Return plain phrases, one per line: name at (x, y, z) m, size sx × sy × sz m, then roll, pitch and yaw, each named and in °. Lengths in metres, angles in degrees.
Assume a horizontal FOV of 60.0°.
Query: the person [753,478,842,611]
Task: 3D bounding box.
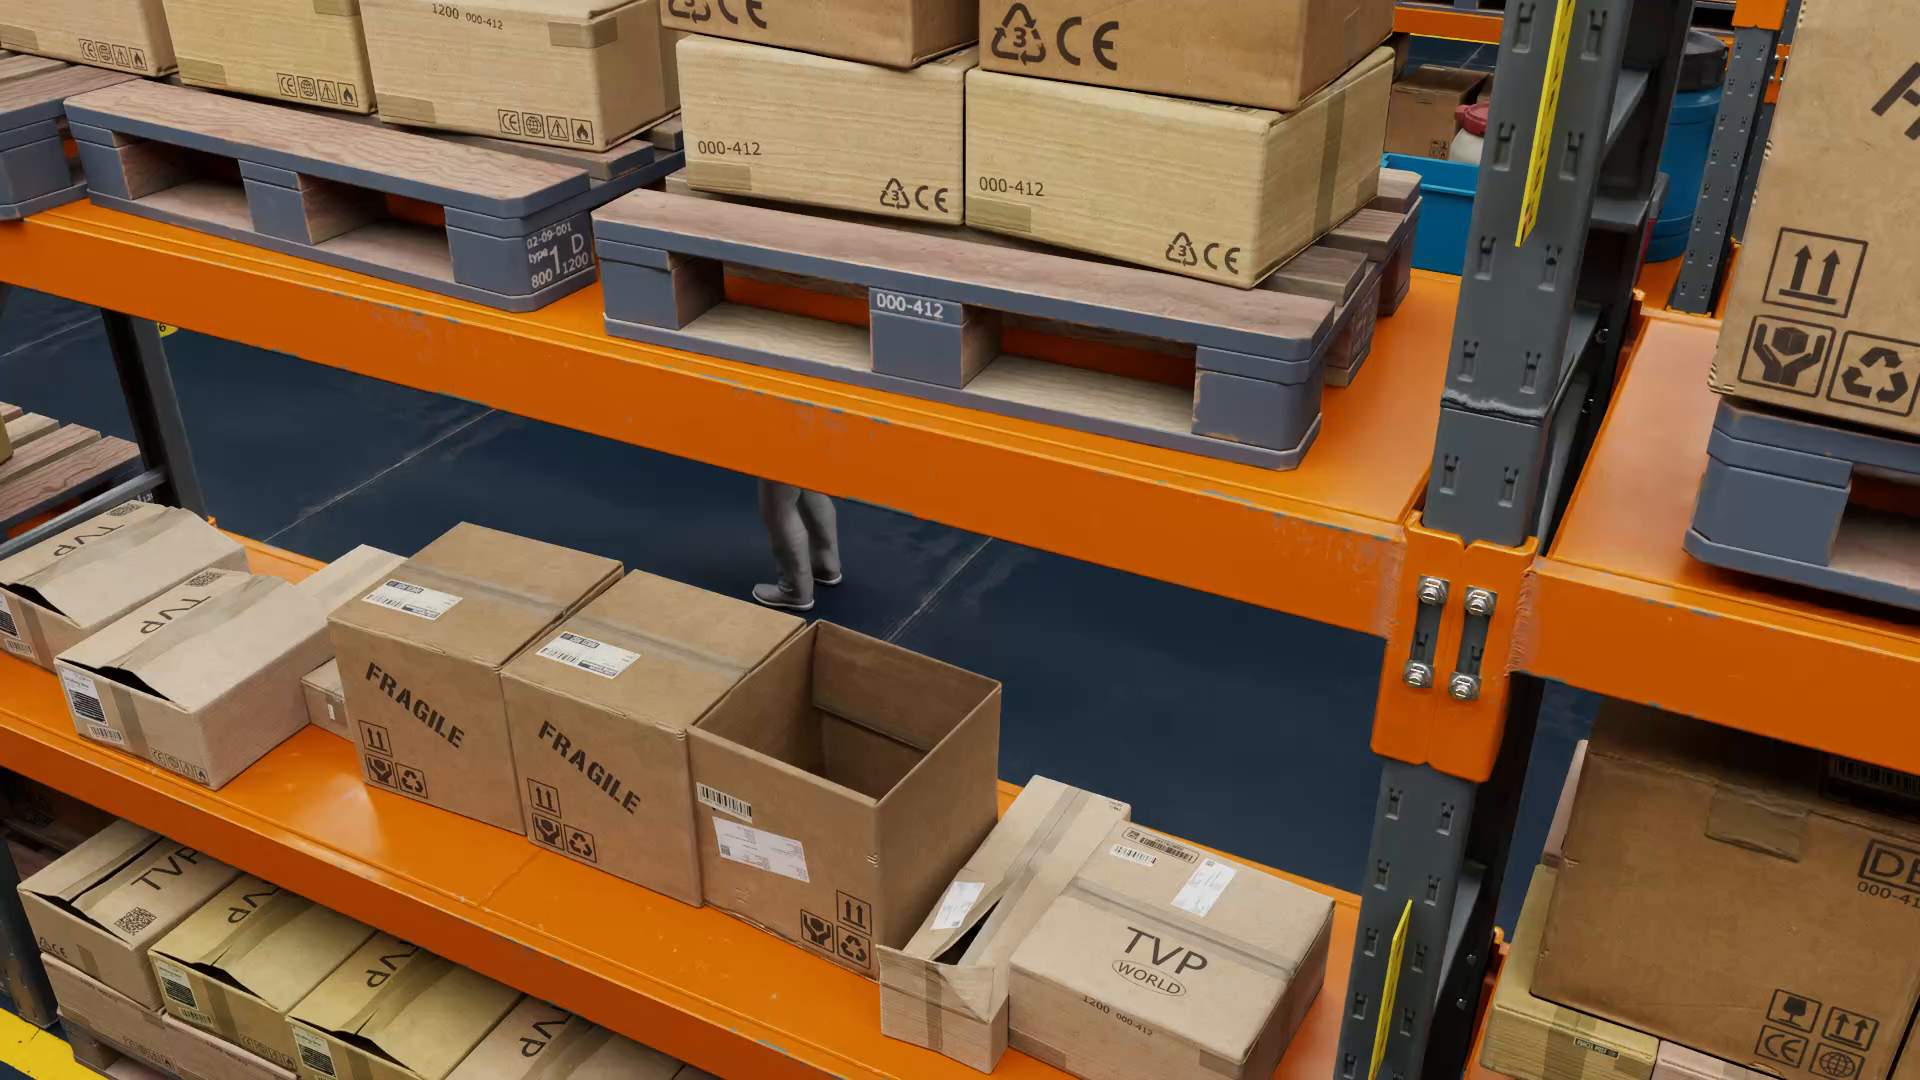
person at (-0.760, -0.515, 6.982) m, size 0.525 × 1.691 × 0.455 m, roll 14°, pitch 33°, yaw 23°
